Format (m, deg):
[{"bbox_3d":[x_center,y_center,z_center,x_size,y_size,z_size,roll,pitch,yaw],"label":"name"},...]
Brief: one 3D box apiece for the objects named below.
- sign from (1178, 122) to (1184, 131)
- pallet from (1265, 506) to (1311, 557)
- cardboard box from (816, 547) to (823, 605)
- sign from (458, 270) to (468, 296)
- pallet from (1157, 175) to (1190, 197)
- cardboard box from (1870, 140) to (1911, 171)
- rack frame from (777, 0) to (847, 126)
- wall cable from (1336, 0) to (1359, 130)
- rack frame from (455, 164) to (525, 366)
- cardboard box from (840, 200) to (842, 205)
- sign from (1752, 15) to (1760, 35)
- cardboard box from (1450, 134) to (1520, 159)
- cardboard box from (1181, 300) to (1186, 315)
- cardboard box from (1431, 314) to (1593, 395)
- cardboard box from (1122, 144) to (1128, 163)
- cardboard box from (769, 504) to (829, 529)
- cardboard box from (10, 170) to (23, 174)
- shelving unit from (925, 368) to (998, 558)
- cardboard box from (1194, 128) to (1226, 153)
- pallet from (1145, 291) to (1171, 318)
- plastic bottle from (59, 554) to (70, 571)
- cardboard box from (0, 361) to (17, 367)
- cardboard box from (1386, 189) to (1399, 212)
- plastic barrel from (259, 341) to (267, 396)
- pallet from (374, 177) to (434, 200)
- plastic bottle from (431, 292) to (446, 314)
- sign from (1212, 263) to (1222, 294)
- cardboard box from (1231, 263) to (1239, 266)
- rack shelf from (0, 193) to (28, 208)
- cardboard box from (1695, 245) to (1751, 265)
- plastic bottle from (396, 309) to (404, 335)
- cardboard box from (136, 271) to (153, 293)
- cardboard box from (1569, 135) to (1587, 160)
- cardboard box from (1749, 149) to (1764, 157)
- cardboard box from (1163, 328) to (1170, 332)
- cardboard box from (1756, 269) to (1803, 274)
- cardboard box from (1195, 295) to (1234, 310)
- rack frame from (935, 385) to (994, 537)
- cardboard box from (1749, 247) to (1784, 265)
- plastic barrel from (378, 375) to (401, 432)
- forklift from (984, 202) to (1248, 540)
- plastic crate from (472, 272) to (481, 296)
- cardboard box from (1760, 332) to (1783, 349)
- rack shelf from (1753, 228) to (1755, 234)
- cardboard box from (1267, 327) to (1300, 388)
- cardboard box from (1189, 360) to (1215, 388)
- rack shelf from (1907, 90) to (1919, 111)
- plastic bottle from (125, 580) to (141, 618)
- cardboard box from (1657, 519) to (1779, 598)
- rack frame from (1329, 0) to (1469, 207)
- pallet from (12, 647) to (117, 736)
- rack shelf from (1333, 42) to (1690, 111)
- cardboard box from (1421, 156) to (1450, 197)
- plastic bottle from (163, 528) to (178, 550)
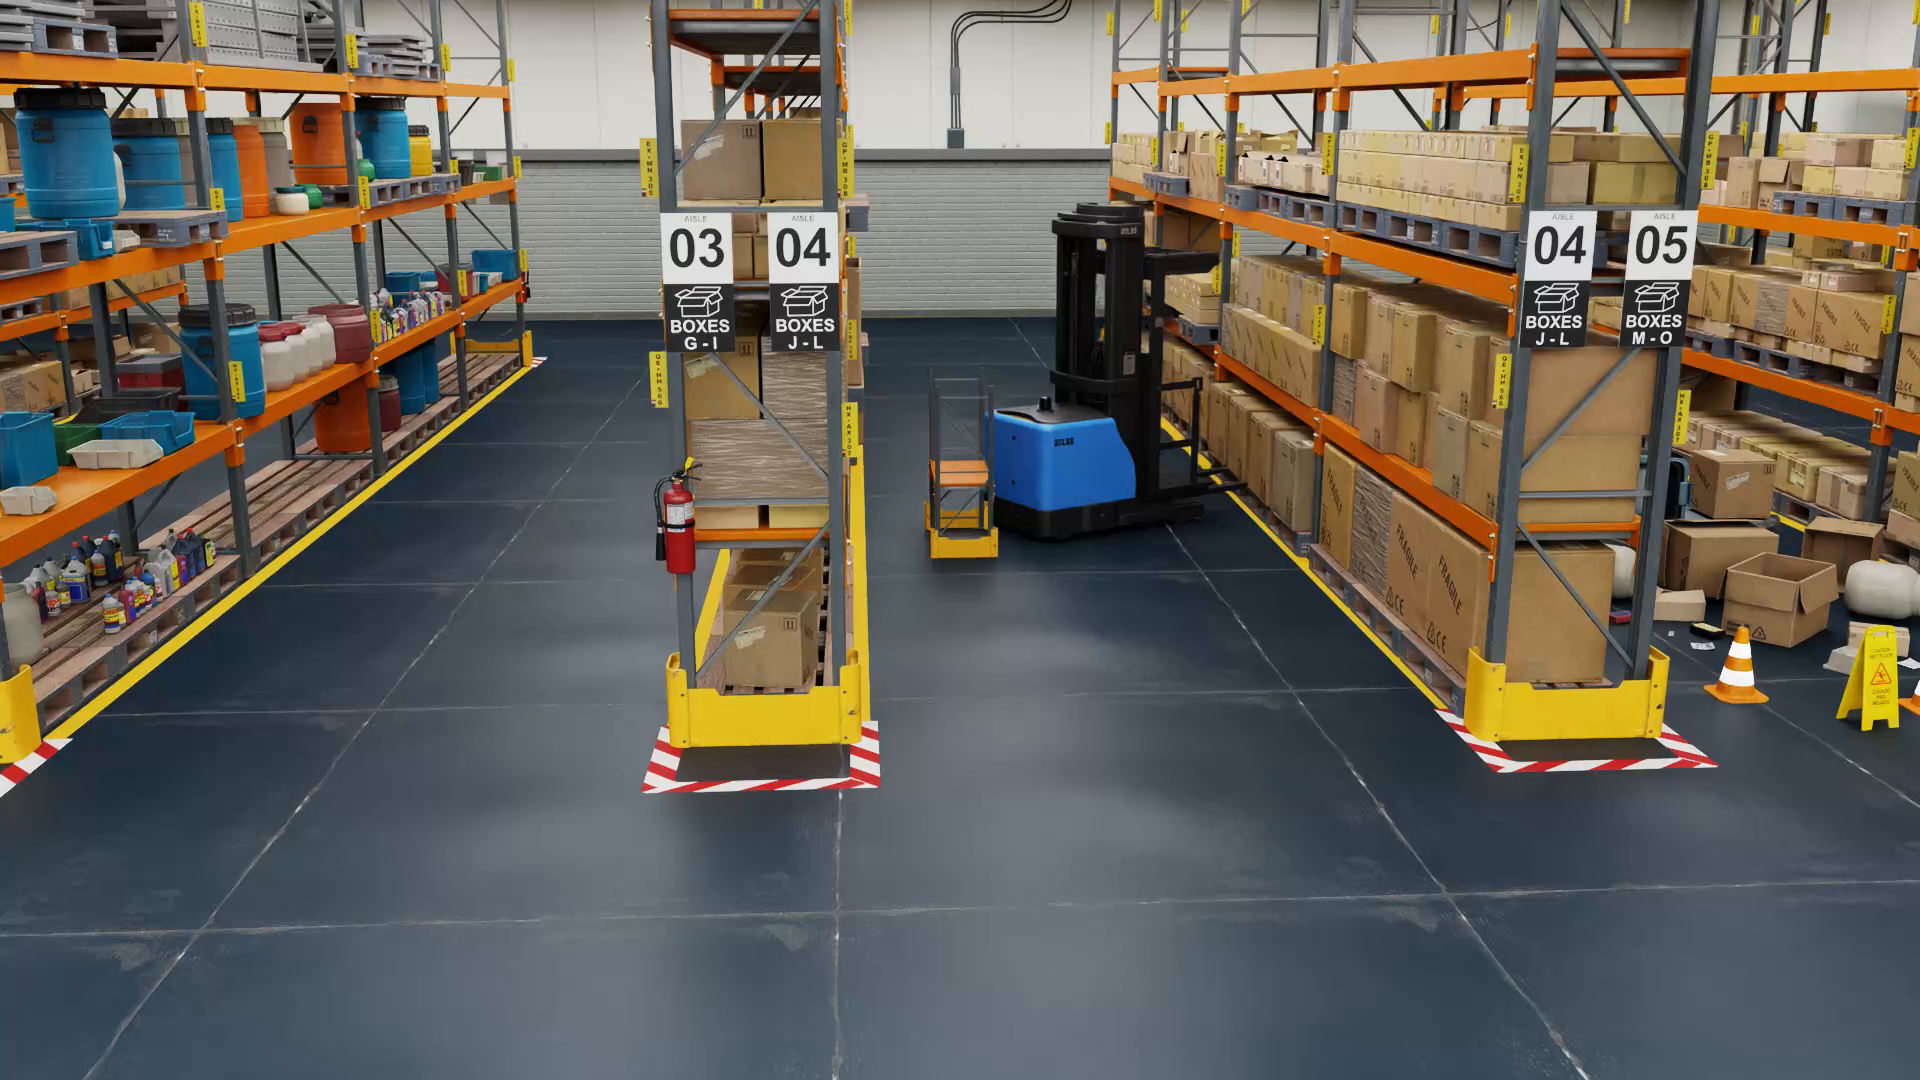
[{"bbox_3d":[3.328,-6.136,25.058,0.100,0.325,0.005,-1,14,-3],"label":"sign"},{"bbox_3d":[3.393,-0.107,15.018,1.003,0.211,1.213,-1,14,-3],"label":"pallet"},{"bbox_3d":[-1.296,0.188,12.451,0.500,0.500,0.500,-2,15,-8],"label":"cardboard box"},{"bbox_3d":[-6.331,-3.270,21.161,0.100,0.325,0.005,-1,14,-3],"label":"sign"},{"bbox_3d":[3.020,-4.205,19.706,1.213,0.211,1.003,-1,14,-3],"label":"pallet"},{"bbox_3d":[8.287,-3.336,14.407,0.500,0.250,0.500,-1,14,-2],"label":"cardboard box"},{"bbox_3d":[-2.184,-7.105,24.581,1.000,3.000,0.127,-1,14,-3],"label":"rack frame"},{"bbox_3d":[7.073,-8.668,30.657,0.463,3.000,0.029,-1,14,-3],"label":"wall cable"},{"bbox_3d":[-7.128,-4.123,25.031,1.000,3.000,0.127,-1,14,-3],"label":"rack frame"},{"bbox_3d":[-1.062,-2.515,12.261,0.380,0.149,0.250,-1,14,-5],"label":"cardboard box"},{"bbox_3d":[12.119,-7.818,25.318,0.100,0.325,0.005,-1,14,-3],"label":"sign"},{"bbox_3d":[3.357,-2.510,10.601,0.380,0.149,0.250,-1,14,-2],"label":"cardboard box"},{"bbox_3d":[2.737,-2.646,18.954,0.380,0.149,0.250,-1,14,-4],"label":"cardboard box"},{"bbox_3d":[3.754,-1.237,11.346,0.875,0.550,0.550,-1,14,-3],"label":"cardboard box"},{"bbox_3d":[2.593,-5.504,23.677,0.500,0.250,0.500,-1,14,-3],"label":"cardboard box"},{"bbox_3d":[-0.973,-0.173,10.184,0.380,0.149,0.250,-1,14,-3],"label":"cardboard box"},{"bbox_3d":[-11.607,-4.558,21.001,0.500,0.250,0.500,-1,14,-3],"label":"cardboard box"},{"bbox_3d":[0.003,-0.707,14.764,0.587,1.500,1.083,-1,14,-4],"label":"shelving unit"},{"bbox_3d":[2.884,-4.549,18.931,0.396,0.266,0.258,-1,14,-3],"label":"cardboard box"},{"bbox_3d":[2.922,-2.971,20.938,1.003,0.211,1.213,-1,14,-3],"label":"pallet"},{"bbox_3d":[-6.768,0.260,12.566,0.061,0.283,0.133,0,14,-1],"label":"plastic bottle"},{"bbox_3d":[-12.037,-1.931,20.646,0.500,0.500,0.500,-2,15,-6],"label":"cardboard box"},{"bbox_3d":[3.280,-2.437,11.919,0.380,0.149,0.250,-1,14,-3],"label":"cardboard box"},{"bbox_3d":[-6.225,-1.446,14.353,0.433,0.535,0.433,0,14,0],"label":"plastic barrel"},{"bbox_3d":[-6.661,-4.014,18.967,1.003,0.211,1.213,-1,14,-3],"label":"pallet"},{"bbox_3d":[-6.533,-2.975,20.819,0.152,0.276,0.135,-1,14,-3],"label":"plastic bottle"},{"bbox_3d":[2.727,-2.773,17.619,0.100,0.325,0.005,-1,14,-3],"label":"sign"},{"bbox_3d":[3.300,-3.272,20.189,0.380,0.149,0.250,-1,14,-5],"label":"cardboard box"},{"bbox_3d":[-11.700,-3.660,18.654,1.077,0.370,4.000,-1,14,-3],"label":"rack shelf"},{"bbox_3d":[8.416,-3.022,18.545,0.500,0.500,0.500,-1,14,-5],"label":"cardboard box"},{"bbox_3d":[-6.362,-2.478,18.870,0.061,0.283,0.133,-1,14,-3],"label":"plastic bottle"},{"bbox_3d":[-11.711,-3.736,23.325,0.500,0.500,0.500,-1,14,-3],"label":"cardboard box"},{"bbox_3d":[4.030,-2.455,10.387,0.380,0.149,0.250,-1,14,-4],"label":"cardboard box"},{"bbox_3d":[12.415,-5.840,25.387,0.500,0.250,0.500,-1,14,-4],"label":"cardboard box"},{"bbox_3d":[3.112,-3.043,24.517,0.380,0.149,0.250,-1,15,-6],"label":"cardboard box"},{"bbox_3d":[8.551,-2.522,17.167,0.500,0.500,0.500,-1,14,-4],"label":"cardboard box"},{"bbox_3d":[2.783,-2.603,18.188,0.380,0.149,0.250,-1,14,-2],"label":"cardboard box"},{"bbox_3d":[0.037,-0.579,14.264,0.500,1.500,0.032,-1,14,-4],"label":"rack frame"},{"bbox_3d":[12.420,-4.384,25.751,0.500,0.250,0.500,-1,14,-3],"label":"cardboard box"},{"bbox_3d":[-6.749,-1.571,19.110,0.600,0.588,0.708,-1,14,-3],"label":"plastic barrel"},{"bbox_3d":[1.711,-1.679,15.671,3.031,2.935,1.130,-9,17,-32],"label":"forklift"},{"bbox_3d":[-6.791,-3.483,22.659,0.437,0.282,0.530,-1,14,-3],"label":"plastic crate"},{"bbox_3d":[8.089,-1.958,16.279,0.380,0.149,0.250,0,14,-2],"label":"cardboard box"},{"bbox_3d":[8.078,-3.965,19.839,1.077,0.370,4.000,-1,14,-3],"label":"rack shelf"},{"bbox_3d":[3.154,-1.692,15.382,0.500,0.500,0.500,-1,14,-3],"label":"cardboard box"},{"bbox_3d":[2.922,-1.909,19.094,0.500,0.250,0.500,-1,14,-3],"label":"cardboard box"},{"bbox_3d":[13.032,-5.301,19.817,1.077,0.370,4.000,-1,14,-3],"label":"rack shelf"},{"bbox_3d":[-5.959,0.423,11.953,0.097,0.271,0.097,0,14,0],"label":"plastic bottle"},{"bbox_3d":[5.996,0.140,13.201,0.797,0.637,0.503,-1,14,-3],"label":"cardboard box"},{"bbox_3d":[3.516,-4.172,13.182,1.000,3.000,0.127,-1,14,-3],"label":"rack frame"},{"bbox_3d":[-6.233,0.986,10.769,1.003,0.211,1.213,-1,14,-3],"label":"pallet"},{"bbox_3d":[3.640,-3.132,11.388,1.077,0.370,4.000,-1,14,-3],"label":"rack shelf"},{"bbox_3d":[3.394,-2.414,11.031,0.500,0.250,0.500,-1,14,-4],"label":"cardboard box"},{"bbox_3d":[-6.201,0.089,13.093,0.144,0.351,0.185,-1,14,-3],"label":"plastic bottle"}]
